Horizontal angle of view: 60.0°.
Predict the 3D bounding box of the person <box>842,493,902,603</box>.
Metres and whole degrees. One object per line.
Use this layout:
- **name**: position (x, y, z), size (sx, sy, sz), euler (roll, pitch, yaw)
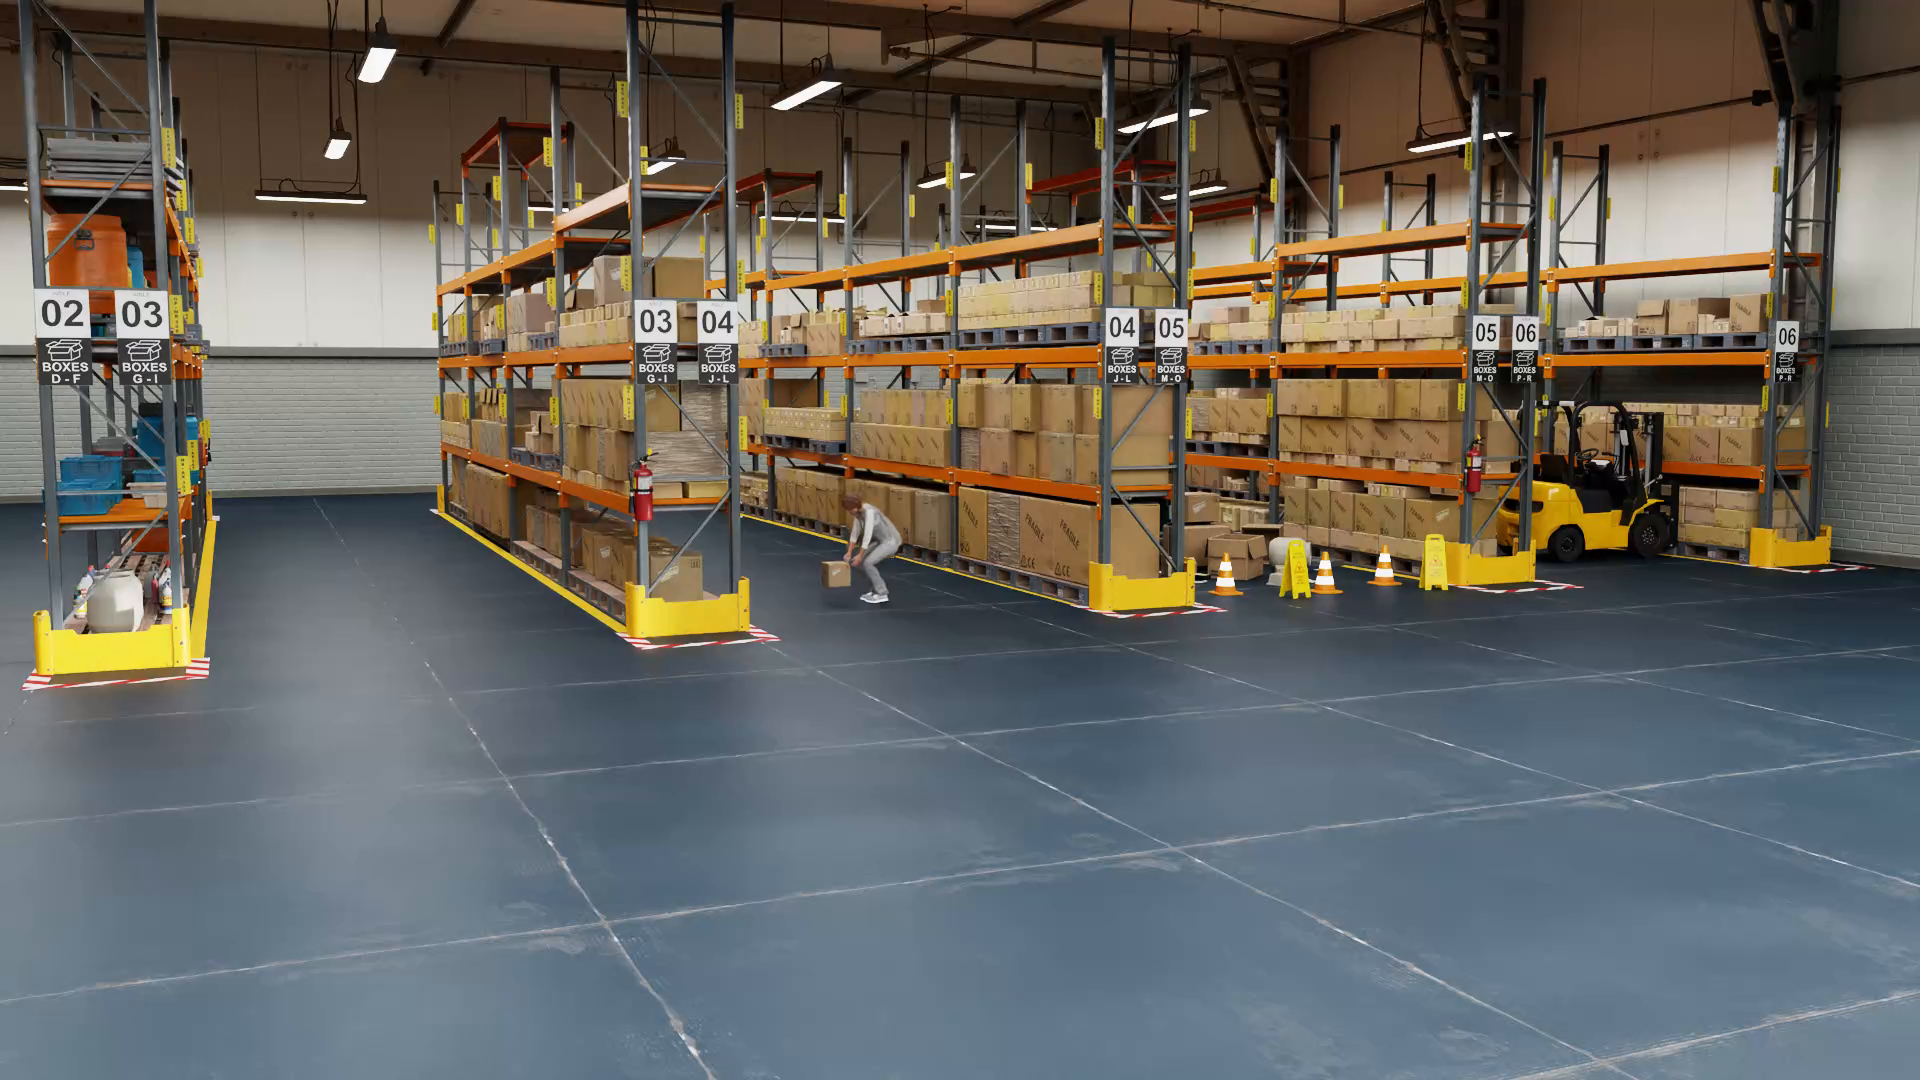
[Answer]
- **person**: position (-0.970, 0.089, 18.353), size (0.698, 1.203, 0.463), euler (-2, 6, -24)
